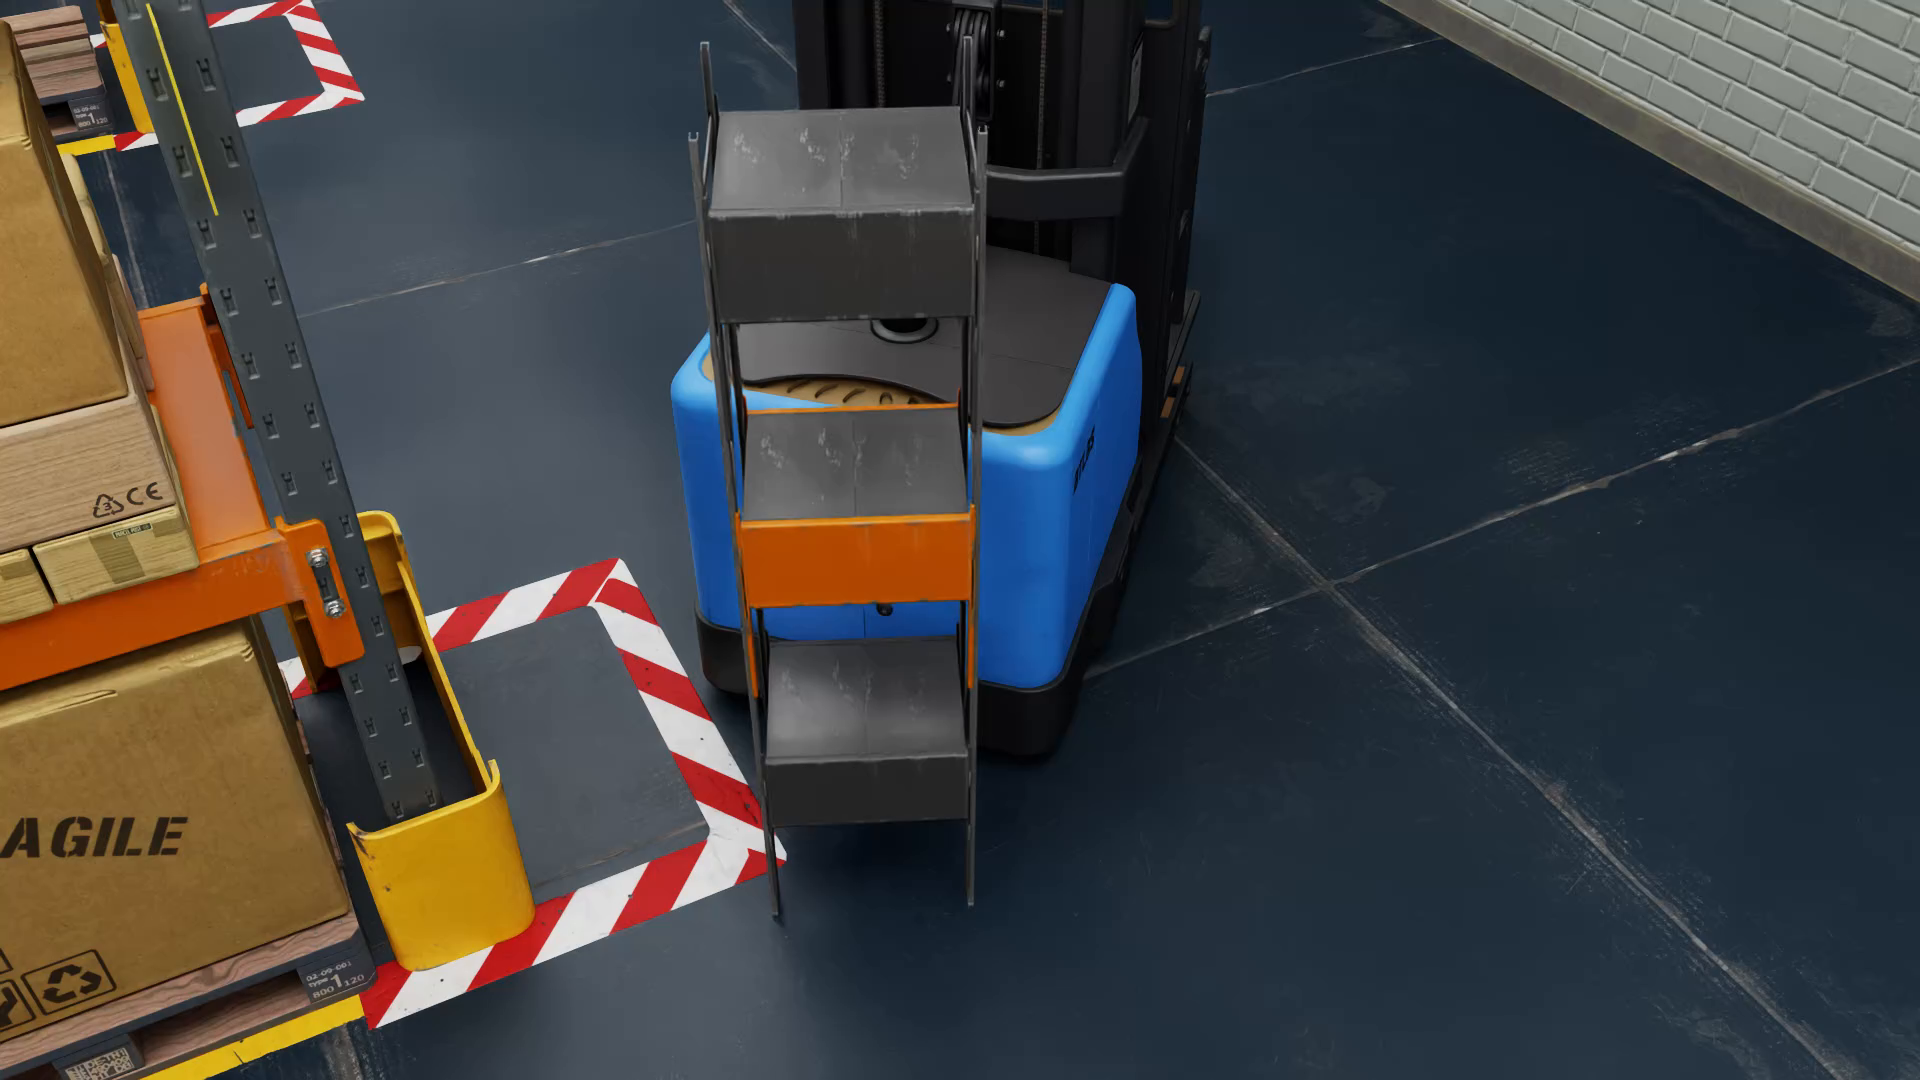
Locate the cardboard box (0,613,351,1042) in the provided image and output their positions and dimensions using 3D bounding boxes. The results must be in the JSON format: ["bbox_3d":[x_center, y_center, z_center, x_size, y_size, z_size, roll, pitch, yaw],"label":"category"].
[{"bbox_3d":[-2.010,0.422,3.750,0.875,0.875,0.875,-19,44,-21],"label":"cardboard box"}]

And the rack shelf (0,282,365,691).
[{"bbox_3d":[-3.253,0.406,3.006,4.000,0.370,1.077,-19,44,-21],"label":"rack shelf"}]

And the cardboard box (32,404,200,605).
[{"bbox_3d":[-1.643,-0.075,3.211,0.250,0.149,0.380,-18,43,-20],"label":"cardboard box"}]

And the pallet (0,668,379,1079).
[{"bbox_3d":[-2.152,0.882,4.045,1.213,0.211,1.003,-19,44,-21],"label":"pallet"}]

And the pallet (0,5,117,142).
[{"bbox_3d":[-4.517,-2.016,7.468,1.213,0.211,1.003,-19,44,-21],"label":"pallet"}]

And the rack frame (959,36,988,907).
[{"bbox_3d":[0.020,-0.013,3.640,0.015,2.100,0.400,-2,40,-3],"label":"rack frame"}]

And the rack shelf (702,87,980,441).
[{"bbox_3d":[-0.219,-0.528,3.184,0.480,0.518,0.431,-2,40,-3],"label":"rack shelf"}]

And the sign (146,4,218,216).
[{"bbox_3d":[-1.241,-0.683,2.656,0.005,0.325,0.100,-19,44,-21],"label":"sign"}]

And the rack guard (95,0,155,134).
[{"bbox_3d":[-3.752,-2.365,7.656,0.348,0.500,1.175,-19,44,-21],"label":"rack guard"}]

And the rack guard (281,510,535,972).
[{"bbox_3d":[-1.458,0.481,4.295,0.348,0.500,1.175,-19,44,-21],"label":"rack guard"}]

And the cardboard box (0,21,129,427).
[{"bbox_3d":[-1.790,-0.512,2.839,0.500,0.500,0.500,-18,43,-20],"label":"cardboard box"}]

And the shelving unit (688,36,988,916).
[{"bbox_3d":[-0.223,-0.004,3.627,0.503,2.100,0.431,-2,40,-3],"label":"shelving unit"}]

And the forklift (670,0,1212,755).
[{"bbox_3d":[0.176,-1.505,4.759,1.130,2.935,3.031,11,41,12],"label":"forklift"}]

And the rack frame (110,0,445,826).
[{"bbox_3d":[-1.479,-0.466,3.479,0.127,3.000,1.000,-19,44,-21],"label":"rack frame"}]

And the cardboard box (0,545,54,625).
[{"bbox_3d":[-1.873,0.004,3.119,0.250,0.149,0.380,-18,44,-20],"label":"cardboard box"}]

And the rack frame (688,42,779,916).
[{"bbox_3d":[-0.467,0.005,3.614,0.015,2.100,0.400,-2,40,-3],"label":"rack frame"}]

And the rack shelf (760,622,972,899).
[{"bbox_3d":[-0.227,0.542,4.087,0.480,0.518,0.431,-2,40,-3],"label":"rack shelf"}]

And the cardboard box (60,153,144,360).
[{"bbox_3d":[-2.030,-0.534,3.445,0.500,0.250,0.500,-20,44,-22],"label":"cardboard box"}]

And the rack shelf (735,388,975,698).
[{"bbox_3d":[-0.223,0.007,3.635,0.480,0.518,0.431,-2,40,-3],"label":"rack shelf"}]

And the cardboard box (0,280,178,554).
[{"bbox_3d":[-1.786,-0.225,3.081,0.500,0.250,0.500,-19,44,-21],"label":"cardboard box"}]

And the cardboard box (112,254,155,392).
[{"bbox_3d":[-1.947,-0.453,3.658,0.250,0.149,0.380,-18,43,-20],"label":"cardboard box"}]
